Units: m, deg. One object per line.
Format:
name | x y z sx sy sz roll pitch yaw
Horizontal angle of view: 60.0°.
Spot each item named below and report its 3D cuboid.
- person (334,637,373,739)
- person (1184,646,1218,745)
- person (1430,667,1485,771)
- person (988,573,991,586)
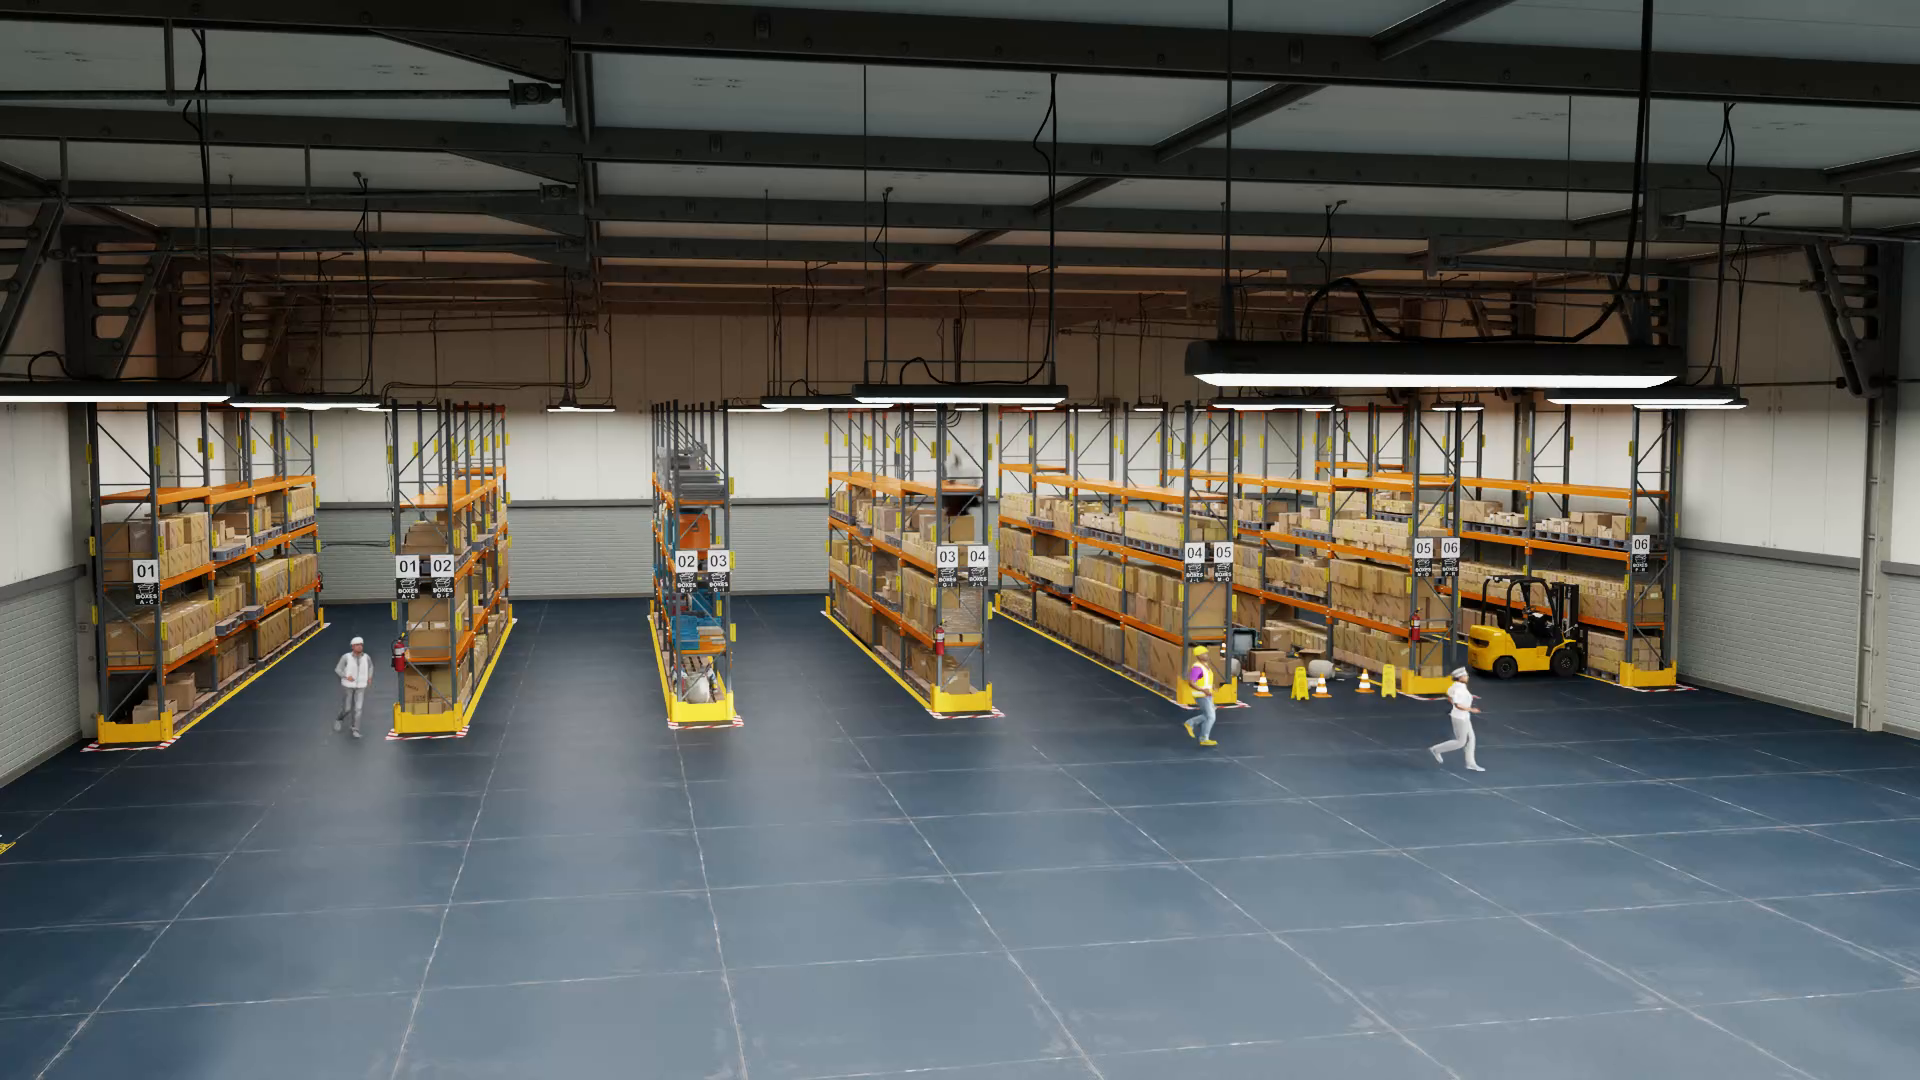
person | -10.786 2.607 29.693 0.693 1.758 0.825 -3 5 -37
person | 4.163 2.691 28.825 0.625 1.719 0.700 2 5 23
person | 8.012 2.871 26.734 0.851 1.692 0.579 1 4 17
person | 0.537 1.418 45.504 0.683 1.726 0.633 -1 5 -19
